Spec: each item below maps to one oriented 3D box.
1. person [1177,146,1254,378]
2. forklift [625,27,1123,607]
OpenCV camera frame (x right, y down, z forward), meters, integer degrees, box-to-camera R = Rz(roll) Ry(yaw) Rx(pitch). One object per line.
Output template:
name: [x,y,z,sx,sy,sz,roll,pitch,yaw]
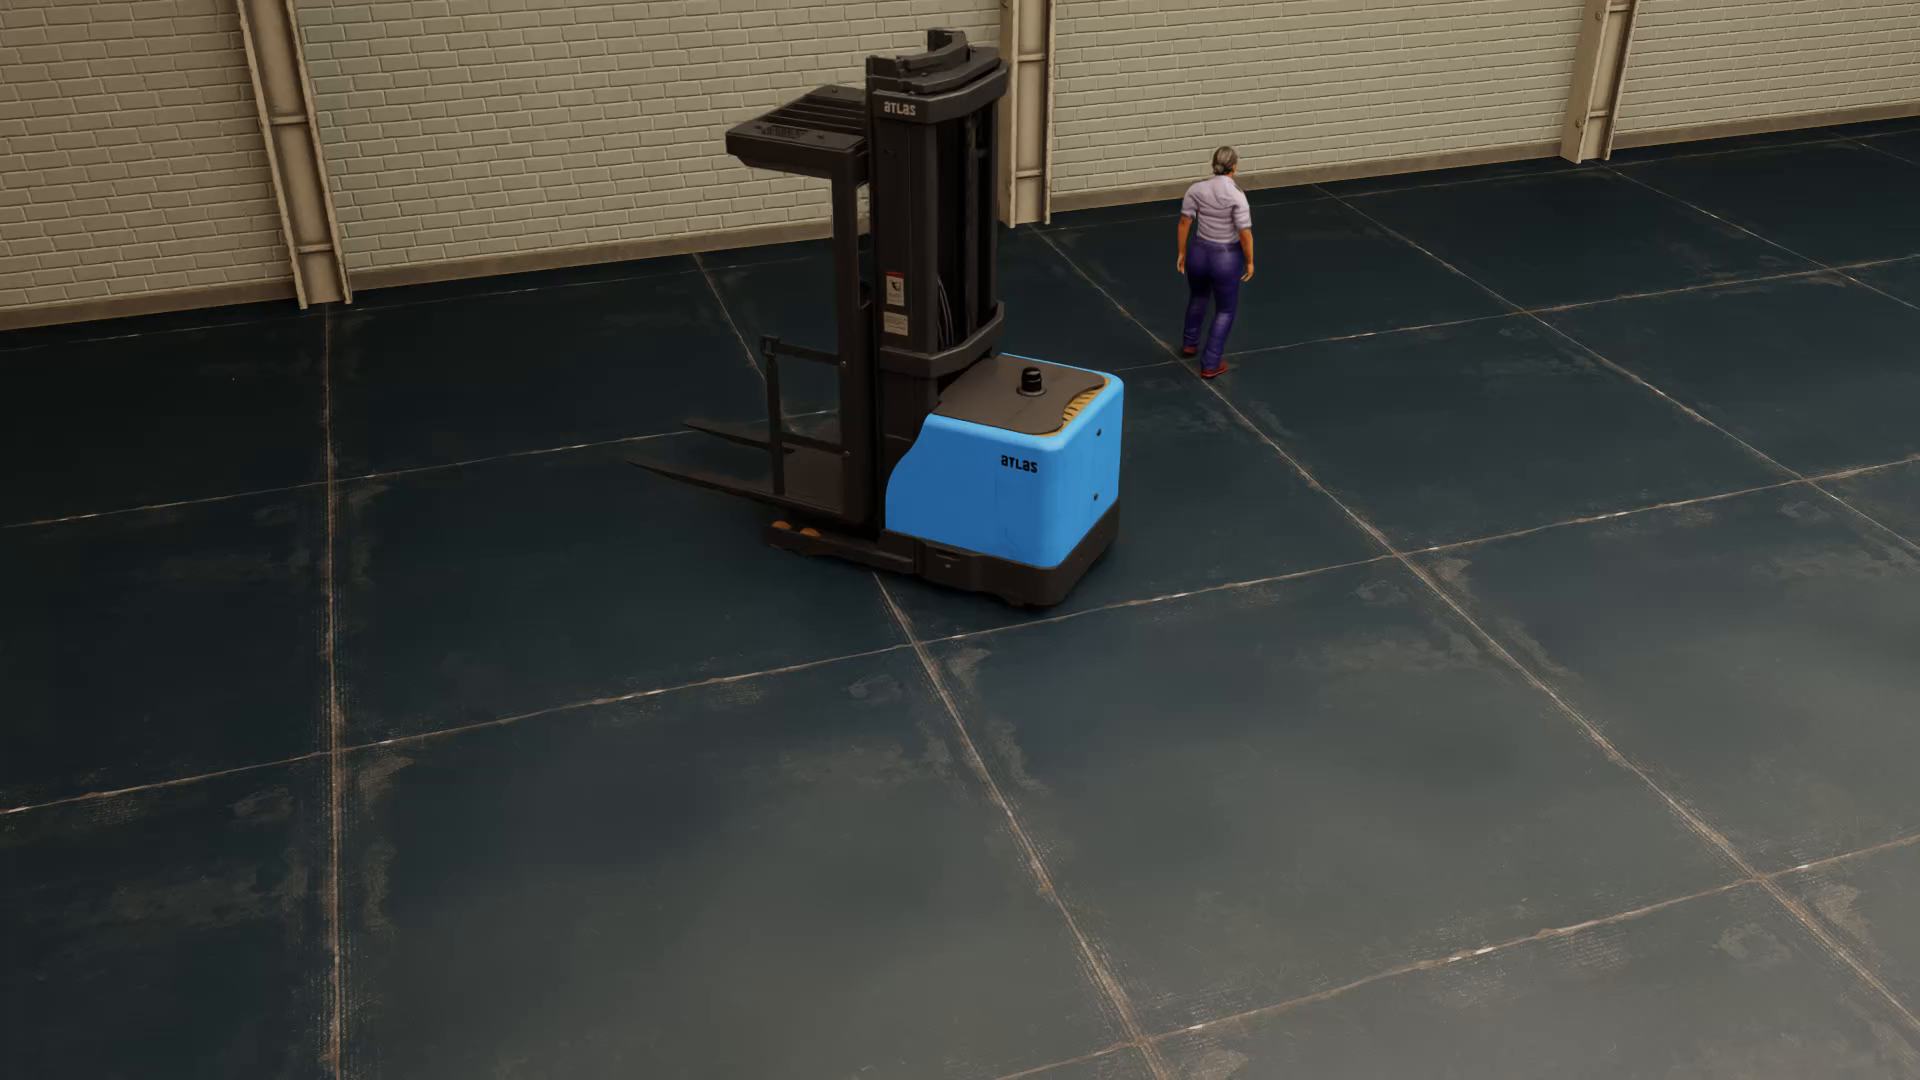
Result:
person: [1.834,-1.990,11.903,0.597,1.687,0.528,21,36,32]
forklift: [-0.605,-1.393,9.508,3.031,2.935,1.130,14,33,23]
